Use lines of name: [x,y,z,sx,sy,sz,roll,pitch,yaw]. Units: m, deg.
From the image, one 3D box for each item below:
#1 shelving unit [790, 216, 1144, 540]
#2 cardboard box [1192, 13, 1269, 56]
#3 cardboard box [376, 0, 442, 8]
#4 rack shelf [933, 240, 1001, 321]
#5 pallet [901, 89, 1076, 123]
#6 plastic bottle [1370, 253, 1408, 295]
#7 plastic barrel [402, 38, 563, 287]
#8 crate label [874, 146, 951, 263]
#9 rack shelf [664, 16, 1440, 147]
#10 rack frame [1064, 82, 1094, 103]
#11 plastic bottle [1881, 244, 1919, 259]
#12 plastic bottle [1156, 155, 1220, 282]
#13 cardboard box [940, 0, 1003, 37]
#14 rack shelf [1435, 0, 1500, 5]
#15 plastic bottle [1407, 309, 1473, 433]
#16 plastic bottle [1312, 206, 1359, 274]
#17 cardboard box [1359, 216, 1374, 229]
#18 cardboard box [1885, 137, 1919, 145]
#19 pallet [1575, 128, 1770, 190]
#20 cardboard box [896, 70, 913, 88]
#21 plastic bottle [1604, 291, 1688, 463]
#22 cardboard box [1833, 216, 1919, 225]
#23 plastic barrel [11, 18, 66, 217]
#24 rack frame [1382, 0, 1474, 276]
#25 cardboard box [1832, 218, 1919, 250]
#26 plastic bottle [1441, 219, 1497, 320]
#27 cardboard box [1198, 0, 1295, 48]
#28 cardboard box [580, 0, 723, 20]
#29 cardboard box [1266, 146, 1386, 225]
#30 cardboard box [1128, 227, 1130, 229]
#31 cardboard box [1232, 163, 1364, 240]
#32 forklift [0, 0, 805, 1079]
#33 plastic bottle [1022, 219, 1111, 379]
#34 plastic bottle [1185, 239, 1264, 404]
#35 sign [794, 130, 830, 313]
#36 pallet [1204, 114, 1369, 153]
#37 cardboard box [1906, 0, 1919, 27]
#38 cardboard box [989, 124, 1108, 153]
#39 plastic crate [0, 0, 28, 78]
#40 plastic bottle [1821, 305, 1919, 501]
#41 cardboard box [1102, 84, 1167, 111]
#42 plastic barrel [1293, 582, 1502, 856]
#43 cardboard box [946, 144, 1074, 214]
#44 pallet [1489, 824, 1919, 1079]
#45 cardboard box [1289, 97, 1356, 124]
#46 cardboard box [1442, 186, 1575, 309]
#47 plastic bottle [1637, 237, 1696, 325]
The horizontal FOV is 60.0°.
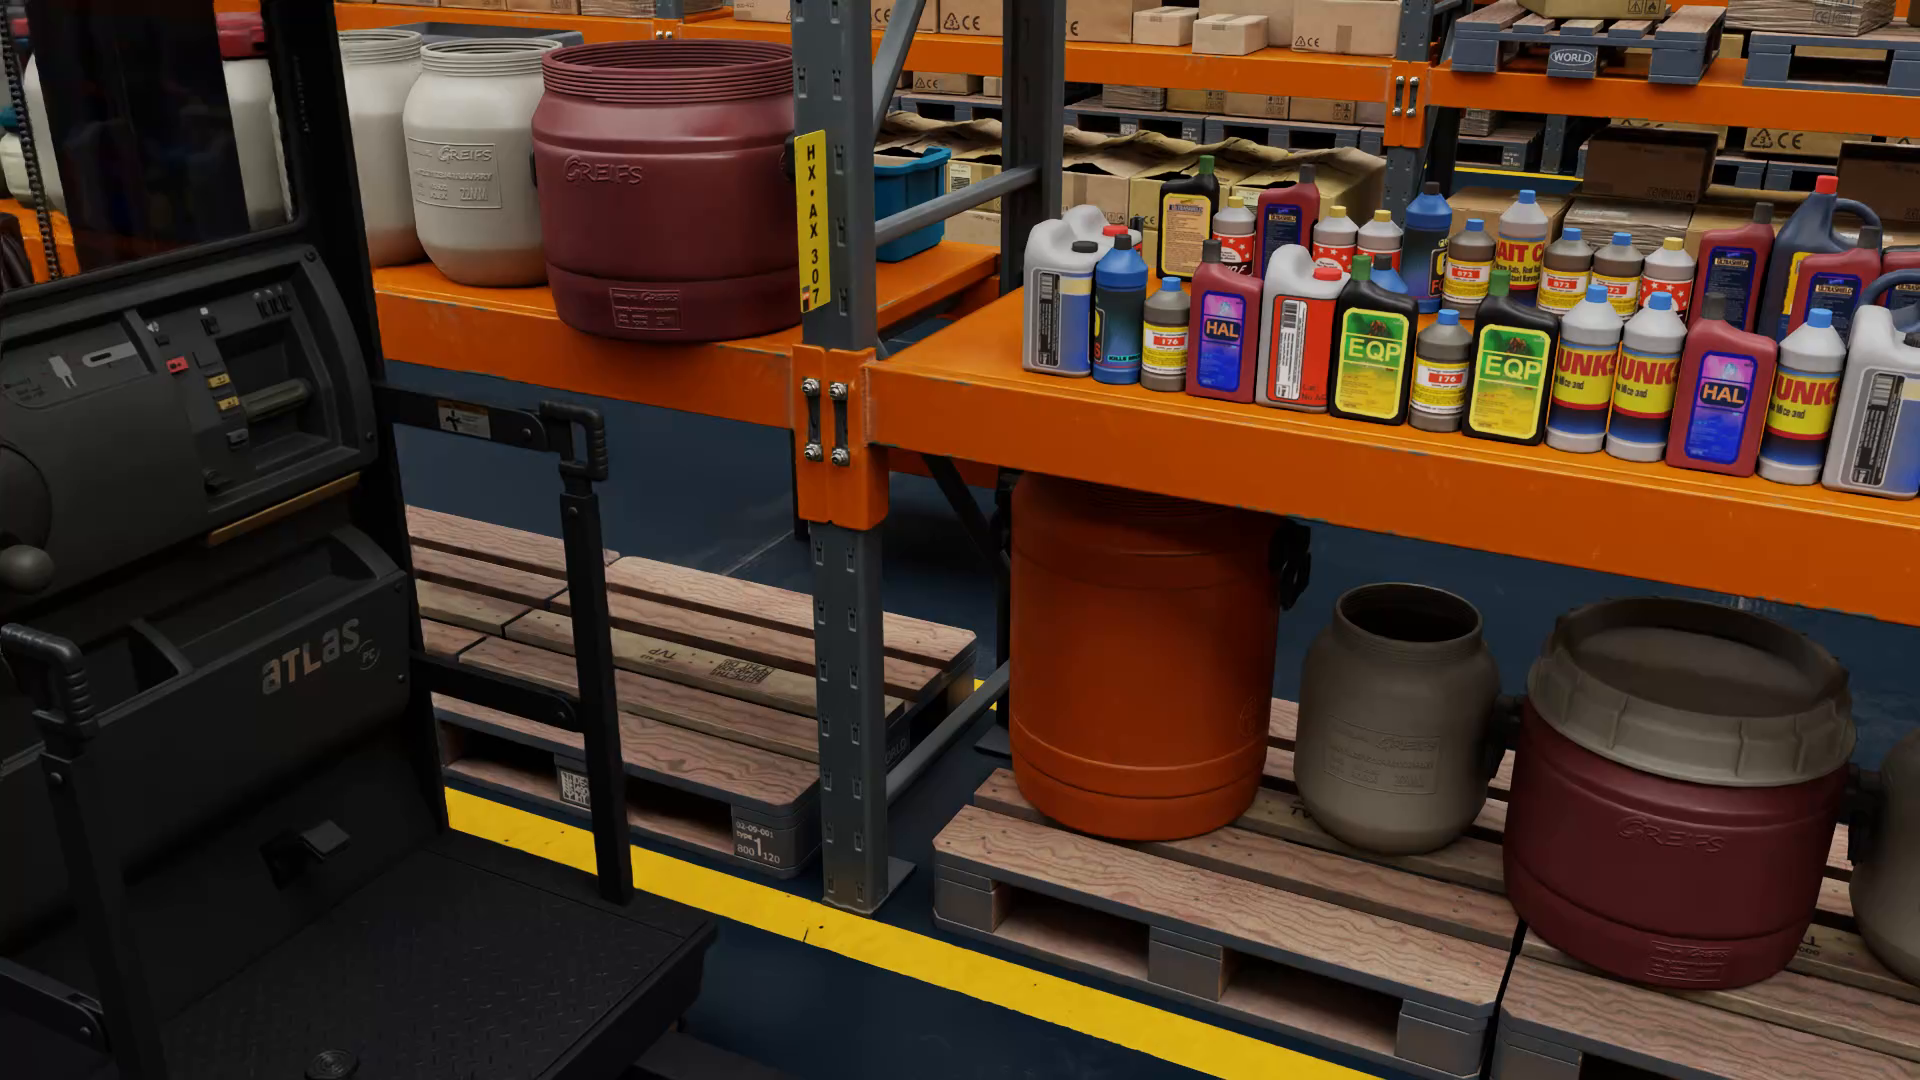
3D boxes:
shelving unit: [0.006,-0.516,5.527,1.048,1.125,0.538,11,25,25]
cardboard box: [1.279,-2.387,7.852,0.250,0.149,0.380,11,25,25]
cardboard box: [-3.140,-3.540,10.113,0.500,0.500,0.700,12,26,26]
rack shelf: [0.006,-0.786,5.413,1.000,0.278,0.538,11,25,25]
pallet: [0.253,-3.701,14.182,1.213,0.211,1.003,11,25,25]
plastic bottle: [0.739,-0.372,2.957,0.097,0.271,0.097,0,23,0]
plastic barrel: [-1.047,-0.870,3.820,0.421,0.512,0.421,0,23,0]
crate label: [-0.239,-0.840,4.105,0.416,0.233,0.303,11,25,25]
rack shelf: [0.421,-2.463,8.627,4.000,0.370,1.077,11,25,25]
rack frame: [0.868,-4.878,13.387,0.127,3.000,1.000,11,25,25]
plastic bottle: [1.825,-0.477,3.188,0.133,0.283,0.061,11,25,25]
plastic bottle: [0.521,-0.735,3.795,0.133,0.283,0.061,11,25,25]
cardboard box: [0.231,-2.870,8.538,0.500,0.500,0.500,11,25,25]
rack shelf: [2.653,-4.194,12.697,4.000,0.370,1.077,11,25,25]
plastic bottle: [0.831,-0.295,2.865,0.097,0.201,0.097,0,23,0]
plastic bottle: [0.822,-0.630,3.652,0.097,0.201,0.097,0,23,0]
cardboard box: [1.871,-1.564,8.571,0.500,0.250,0.500,11,25,24]
cardboard box: [6.574,-2.894,10.933,0.750,0.750,0.750,12,26,26]
pallet: [5.107,-2.723,11.882,1.213,0.211,1.003,11,25,25]
cardboard box: [-0.550,-4.058,14.539,0.250,0.149,0.380,9,25,20]
plastic bottle: [1.124,-0.270,2.715,0.097,0.271,0.097,0,23,0]
cardboard box: [4.079,-1.228,7.436,0.500,0.500,0.500,10,25,23]
plastic barrel: [-2.193,-1.105,4.342,0.433,0.535,0.433,0,23,0]
rack frame: [2.206,-2.441,7.656,0.127,3.000,1.000,11,25,25]
cardboard box: [3.866,-1.041,6.998,0.500,0.500,0.500,10,25,23]
plastic bottle: [1.082,-0.578,3.531,0.097,0.201,0.097,0,23,0]
cardboard box: [1.495,-2.625,8.204,0.500,0.311,0.500,11,25,24]
cardboard box: [-1.763,-3.269,9.476,0.500,0.500,0.700,10,25,23]
cardboard box: [1.871,-1.822,8.461,0.500,0.311,0.500,12,26,26]
cardboard box: [0.717,-1.556,8.553,0.500,0.250,0.500,12,26,26]
cardboard box: [1.627,-1.633,8.018,0.500,0.311,0.500,12,26,26]
forklift: [-1.121,-0.200,2.476,3.031,2.935,1.130,11,26,25]
plastic bottle: [0.208,-0.465,3.169,0.135,0.276,0.152,11,25,25]
plastic bottle: [0.481,-0.394,2.994,0.133,0.283,0.061,11,25,25]
sign: [-0.274,-0.593,3.103,0.005,0.325,0.100,11,25,25]
pallet: [2.656,-3.243,13.105,1.213,0.211,1.003,11,25,25]
cardboard box: [4.171,-2.264,6.576,0.500,0.500,0.700,5,24,11]
cardboard box: [0.485,-2.093,9.099,0.500,0.311,0.500,11,25,24]
plastic crate: [-3.032,-1.468,5.288,0.583,0.464,0.402,11,25,25]
plastic bottle: [1.446,-0.220,2.593,0.135,0.276,0.152,11,25,25]
cardboard box: [1.532,-3.806,13.498,0.500,0.500,0.700,12,26,26]
plastic barrel: [0.956,0.389,3.644,0.421,0.512,0.421,0,23,0]
cardboard box: [0.265,-1.902,8.650,0.500,0.311,0.500,12,26,26]
pallet: [1.775,0.912,3.335,1.213,0.211,1.003,11,25,25]
cardboard box: [2.908,-3.542,12.878,0.500,0.500,0.700,11,25,24]
cardboard box: [2.483,-1.313,7.636,0.500,0.500,0.500,12,26,27]
plastic bottle: [1.430,-0.510,3.369,0.097,0.201,0.097,0,23,0]
